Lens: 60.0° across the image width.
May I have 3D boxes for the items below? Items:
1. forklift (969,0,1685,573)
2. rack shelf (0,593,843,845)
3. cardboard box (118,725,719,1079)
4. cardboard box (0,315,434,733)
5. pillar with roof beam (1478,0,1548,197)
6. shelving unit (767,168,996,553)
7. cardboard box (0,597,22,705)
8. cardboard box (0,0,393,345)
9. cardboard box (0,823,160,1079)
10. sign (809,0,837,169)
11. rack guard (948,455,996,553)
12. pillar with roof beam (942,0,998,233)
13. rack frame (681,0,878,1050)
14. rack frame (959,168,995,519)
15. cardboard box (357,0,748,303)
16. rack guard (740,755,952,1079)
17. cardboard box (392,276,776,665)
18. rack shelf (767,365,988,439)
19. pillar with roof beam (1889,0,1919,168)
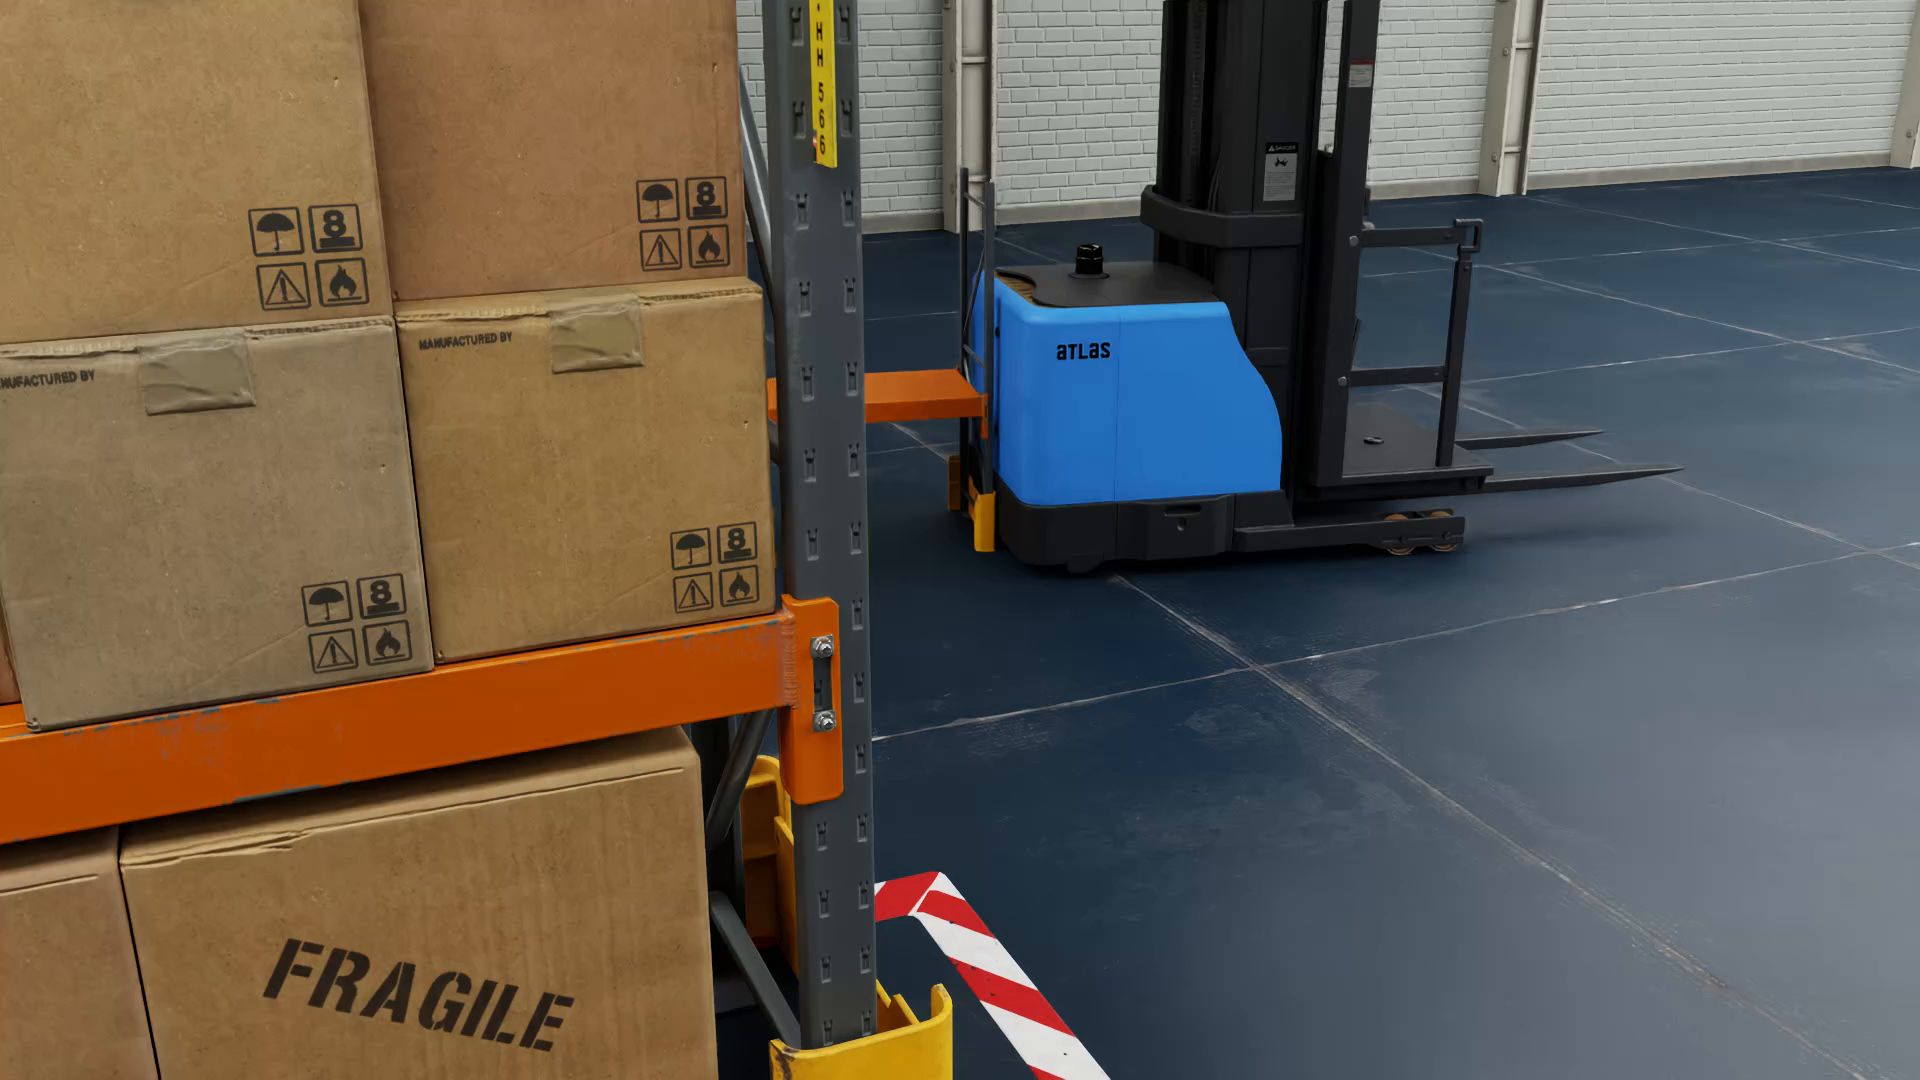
[{"bbox_3d":[1.611,-1.486,6.829,3.031,2.935,1.130,-4,20,-12],"label":"forklift"},{"bbox_3d":[-2.241,0.378,2.515,4.000,0.370,1.077,-8,21,-22],"label":"rack shelf"},{"bbox_3d":[-1.001,0.689,3.116,0.875,0.875,0.875,-8,21,-22],"label":"cardboard box"},{"bbox_3d":[-1.224,-0.154,2.716,0.550,0.550,0.875,-8,21,-22],"label":"cardboard box"},{"bbox_3d":[7.299,-6.513,11.969,0.400,9.000,9.100,-8,21,-22],"label":"pillar with roof beam"},{"bbox_3d":[-0.439,-0.716,6.797,1.083,1.500,0.587,-4,20,-12],"label":"shelving unit"},{"bbox_3d":[-1.788,-0.118,2.616,0.550,0.550,0.875,-8,21,-22],"label":"cardboard box"},{"bbox_3d":[-1.230,-0.667,2.548,0.550,0.550,0.875,-8,21,-22],"label":"cardboard box"},{"bbox_3d":[-1.809,0.805,2.785,0.875,0.875,0.875,-9,21,-23],"label":"cardboard box"},{"bbox_3d":[-0.203,-0.715,2.436,0.005,0.325,0.100,-8,21,-22],"label":"sign"},{"bbox_3d":[0.048,-0.162,7.106,0.087,0.250,0.587,-4,20,-12],"label":"rack guard"},{"bbox_3d":[1.790,-5.723,9.728,0.400,9.000,9.100,-8,21,-22],"label":"pillar with roof beam"},{"bbox_3d":[-0.405,-0.225,3.143,0.127,3.000,1.000,-8,21,-22],"label":"rack frame"},{"bbox_3d":[0.067,-0.753,6.902,0.032,1.500,0.500,-4,20,-12],"label":"rack frame"},{"bbox_3d":[-0.761,-0.768,2.834,0.550,0.550,0.875,-8,21,-22],"label":"cardboard box"},{"bbox_3d":[-0.383,0.951,3.567,0.348,0.500,1.175,-8,21,-22],"label":"rack guard"},{"bbox_3d":[-0.728,-0.233,2.940,0.550,0.550,0.875,-8,21,-22],"label":"cardboard box"},{"bbox_3d":[-0.430,-0.547,6.859,1.000,0.185,0.538,-4,20,-12],"label":"rack shelf"},{"bbox_3d":[12.809,-7.302,14.211,0.400,9.000,9.100,-8,21,-22],"label":"pillar with roof beam"}]
